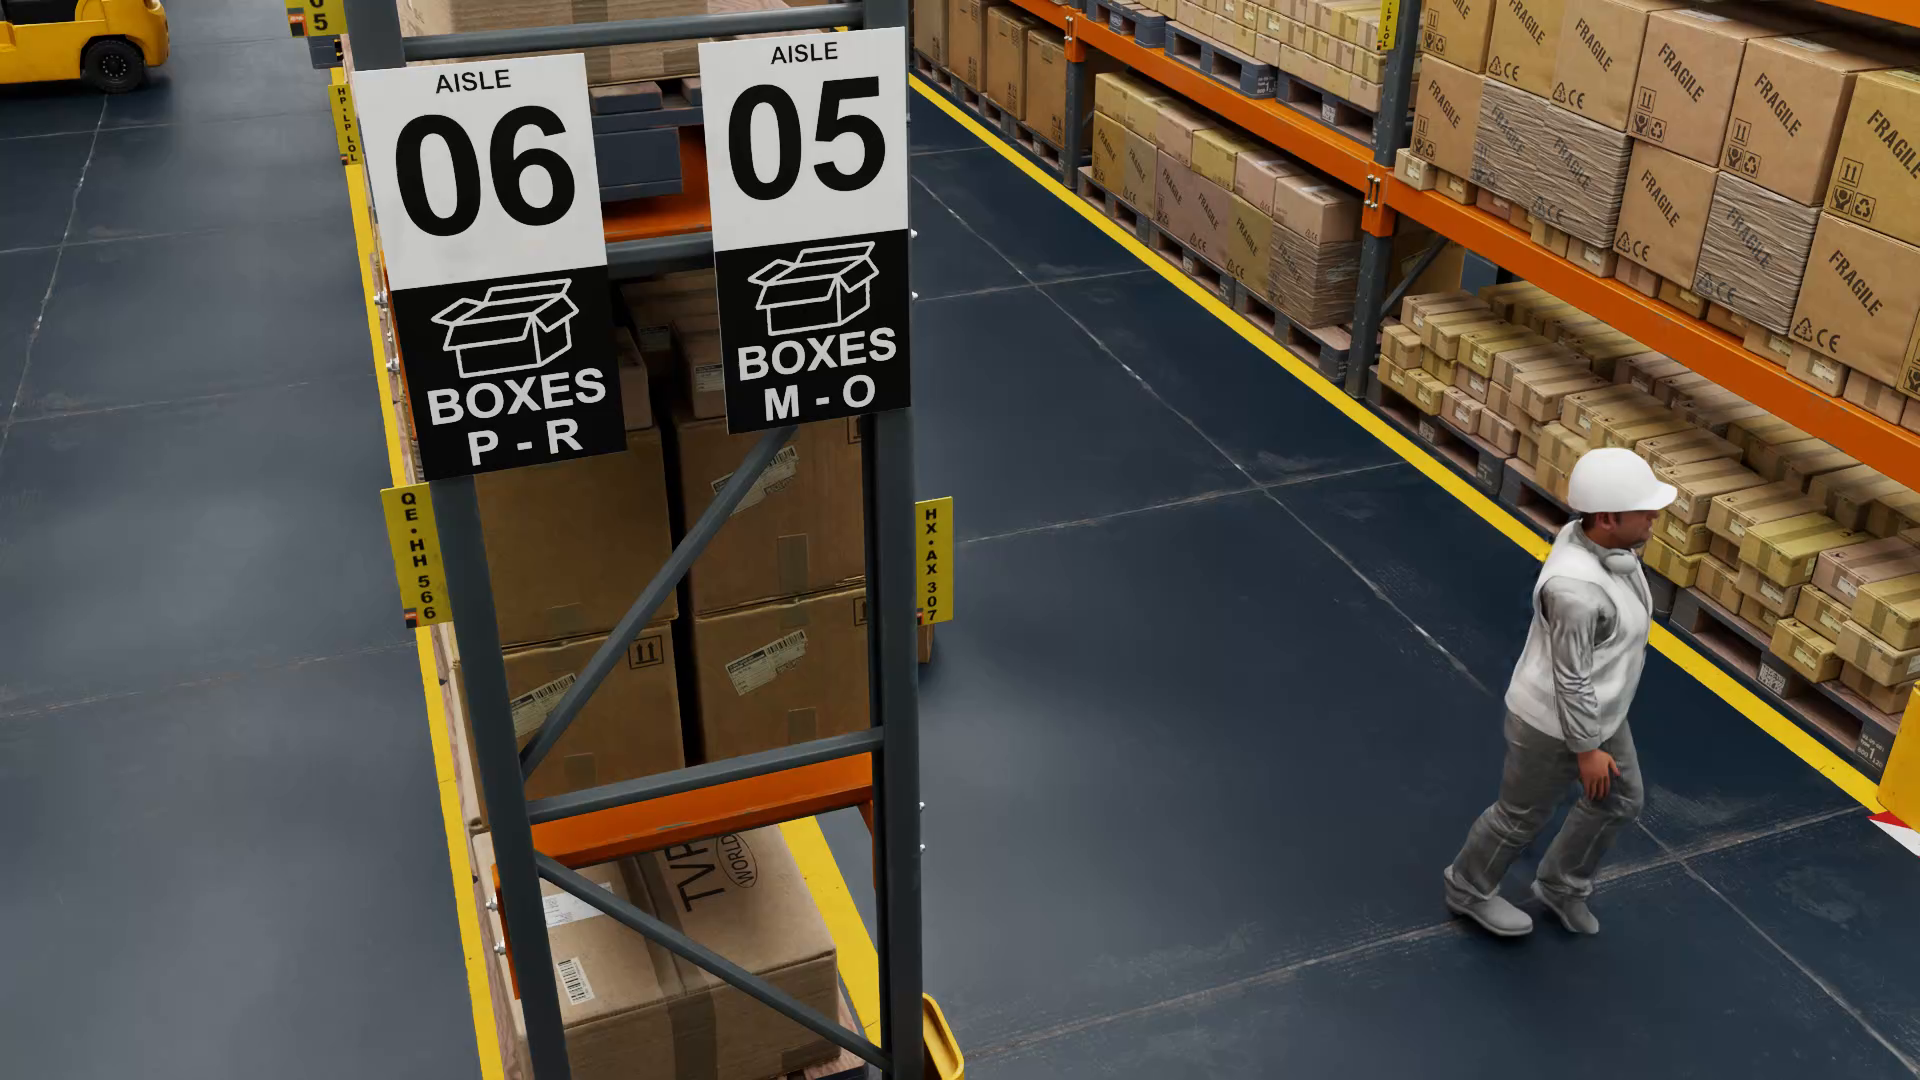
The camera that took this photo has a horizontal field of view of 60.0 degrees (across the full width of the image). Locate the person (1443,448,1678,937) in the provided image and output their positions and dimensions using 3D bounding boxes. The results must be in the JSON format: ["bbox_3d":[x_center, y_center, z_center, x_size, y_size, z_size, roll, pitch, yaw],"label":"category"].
[{"bbox_3d":[1.887,0.547,5.180,0.541,1.846,0.567,17,34,27],"label":"person"}]
